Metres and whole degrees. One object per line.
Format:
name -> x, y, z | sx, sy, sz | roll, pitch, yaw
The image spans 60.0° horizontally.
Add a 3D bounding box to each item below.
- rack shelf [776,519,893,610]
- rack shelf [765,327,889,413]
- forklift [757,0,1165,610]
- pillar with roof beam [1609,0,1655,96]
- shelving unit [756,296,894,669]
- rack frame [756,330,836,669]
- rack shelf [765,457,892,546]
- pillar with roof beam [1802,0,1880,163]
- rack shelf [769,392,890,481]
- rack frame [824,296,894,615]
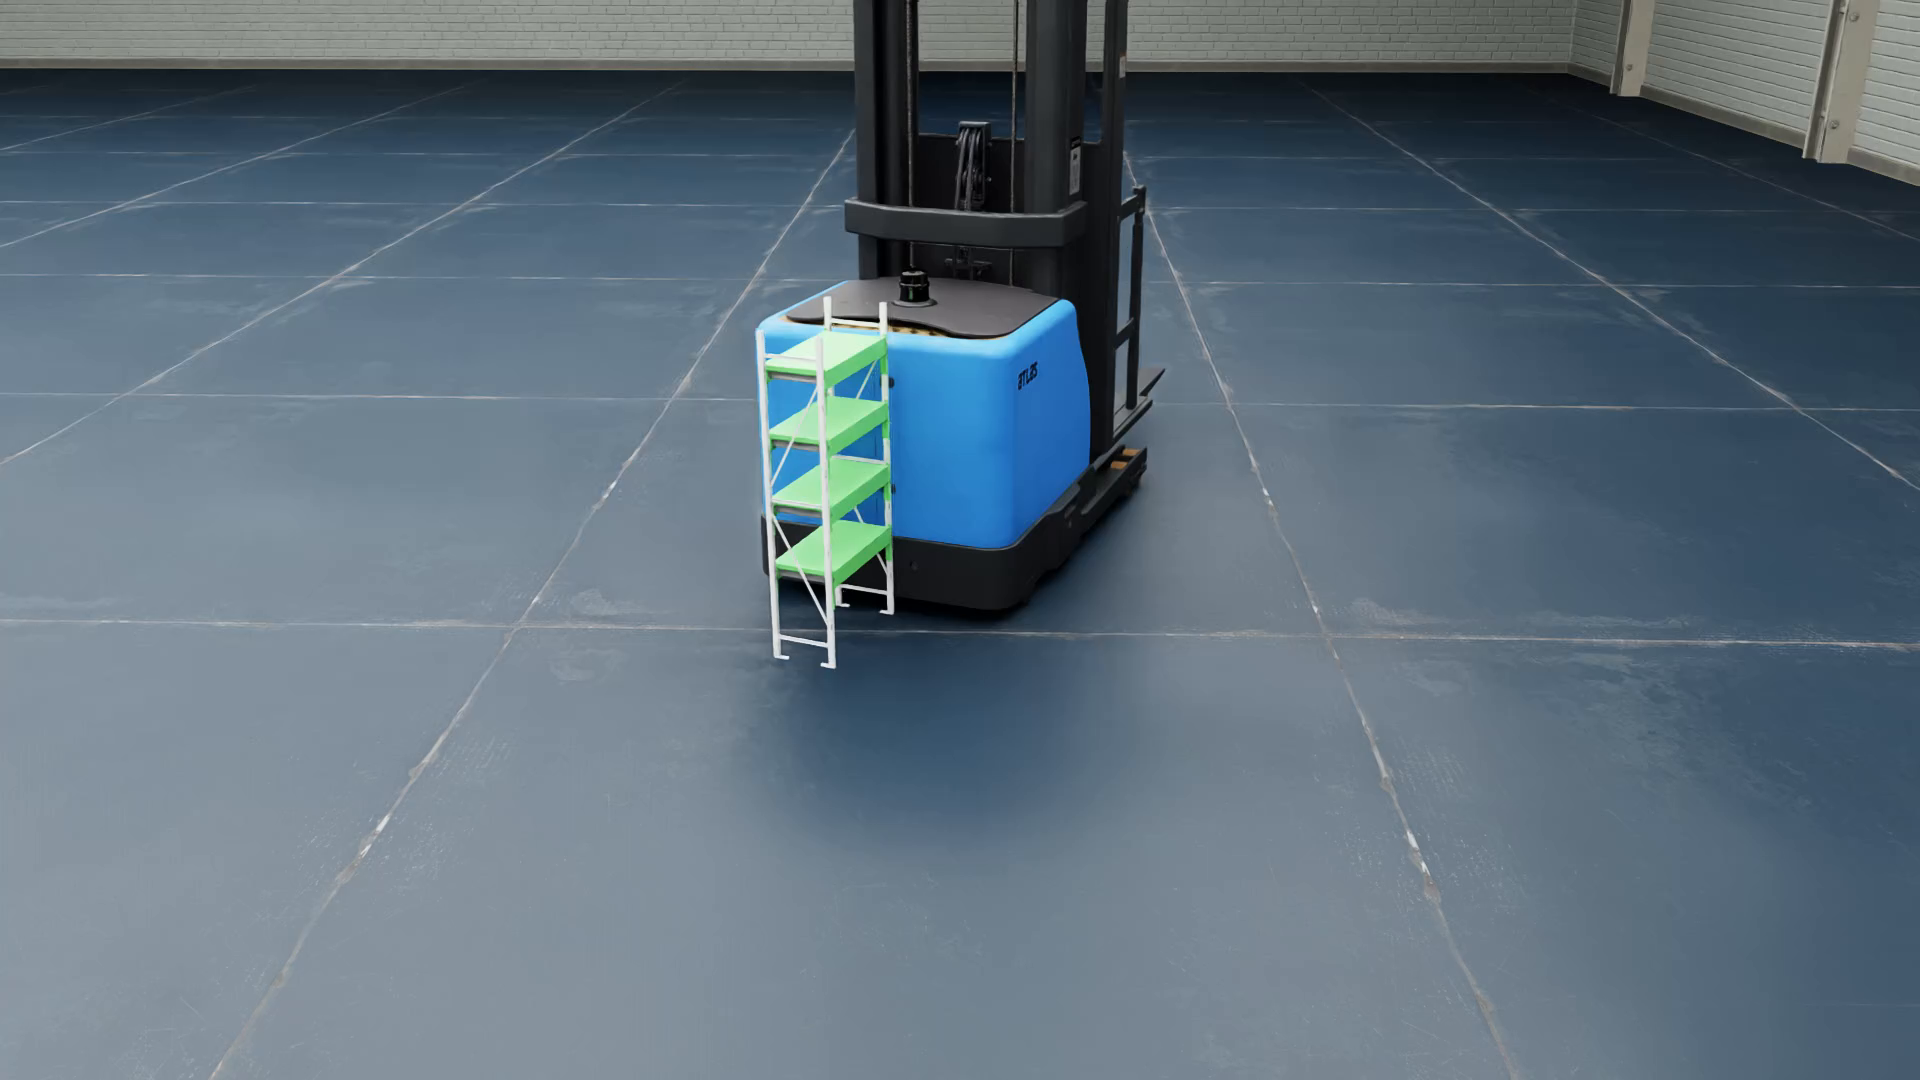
rack shelf -> -0.459, 0.075, 6.004 | 0.258, 0.148, 0.480 | 9, 24, 21
rack shelf -> -0.464, -0.592, 5.731 | 0.258, 0.148, 0.480 | 9, 24, 21
forklift -> 0.225, -1.607, 7.118 | 1.130, 2.935, 3.031 | 8, 23, 19
pillar with roof beam -> 4.776, -10.316, 21.177 | 9.100, 9.000, 0.400 | 1, 21, 2
shelving unit -> -0.461, -0.206, 5.889 | 0.258, 1.200, 0.503 | 9, 24, 21
rack frame -> -0.556, -0.121, 5.681 | 0.240, 1.200, 0.015 | 9, 24, 21
rack shelf -> -0.461, -0.147, 5.913 | 0.258, 0.148, 0.480 | 9, 24, 21
pillar with roof beam -> 4.593, -8.147, 15.586 | 9.100, 9.000, 0.400 | 1, 21, 2
rack shelf -> -0.462, -0.370, 5.822 | 0.258, 0.148, 0.480 | 9, 24, 21
rack frame -> -0.366, -0.292, 6.097 | 0.240, 1.200, 0.015 | 9, 24, 21
